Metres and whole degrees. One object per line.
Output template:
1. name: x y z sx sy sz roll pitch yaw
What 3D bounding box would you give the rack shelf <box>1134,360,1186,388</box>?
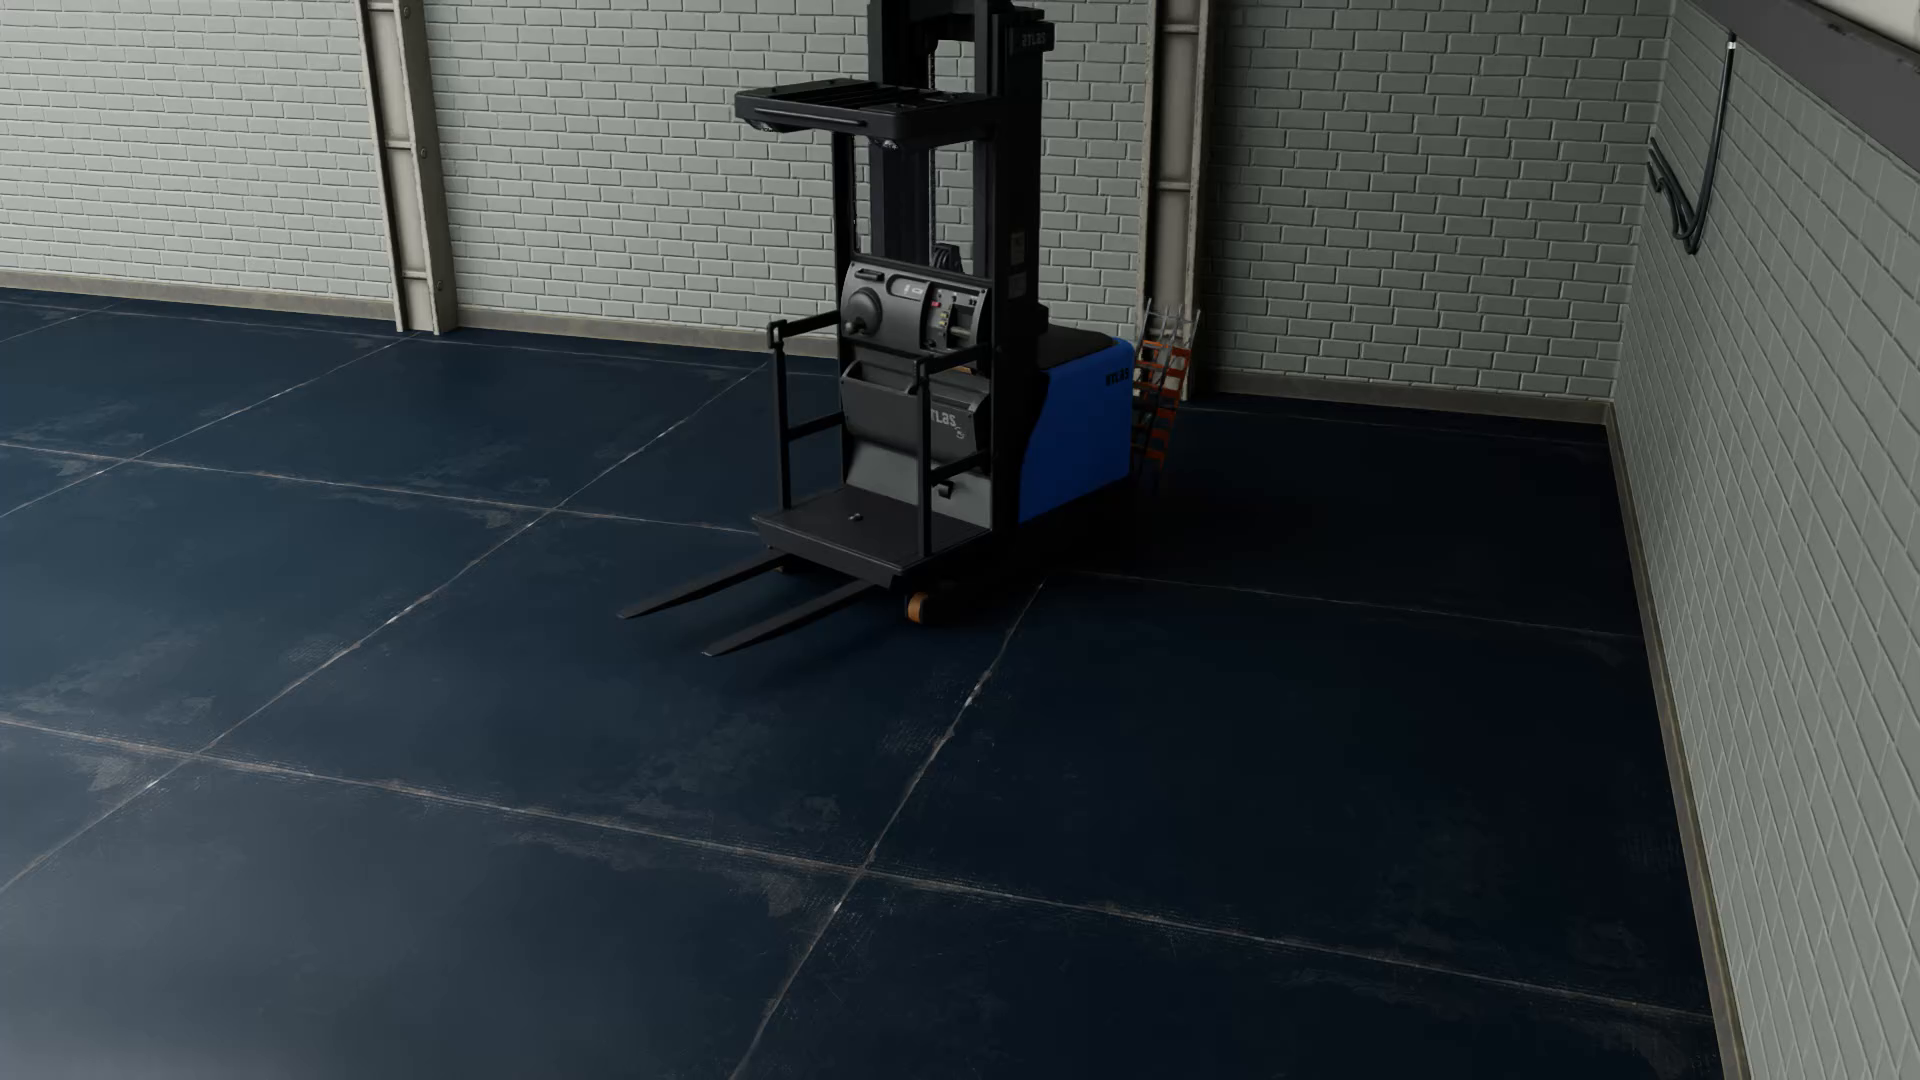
1. rack shelf: 1.137 -0.959 9.541 0.258 0.103 0.180 21 11 41

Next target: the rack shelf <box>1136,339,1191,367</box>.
1. rack shelf: 1.164 -1.075 9.523 0.258 0.103 0.180 21 11 41

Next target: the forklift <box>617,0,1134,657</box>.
1. forklift: -0.373 -1.149 8.208 1.130 2.935 3.031 18 28 37

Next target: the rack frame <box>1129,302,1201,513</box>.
1. rack frame: 1.154 -0.767 9.638 0.240 1.200 0.006 21 11 41

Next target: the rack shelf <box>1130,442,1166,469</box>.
1. rack shelf: 1.028 -0.497 9.612 0.258 0.103 0.180 21 11 41

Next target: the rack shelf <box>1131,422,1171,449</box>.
1. rack shelf: 1.055 -0.613 9.594 0.258 0.103 0.180 21 11 41

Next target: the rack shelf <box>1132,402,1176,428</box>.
1. rack shelf: 1.083 -0.728 9.577 0.258 0.103 0.180 21 11 41

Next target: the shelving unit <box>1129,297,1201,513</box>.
1. shelving unit: 1.093 -0.771 9.570 0.258 1.200 0.189 21 11 41

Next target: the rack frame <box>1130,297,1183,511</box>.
1. rack frame: 1.032 -0.775 9.502 0.240 1.200 0.006 21 11 41

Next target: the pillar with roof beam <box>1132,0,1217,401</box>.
1. pillar with roof beam: 0.207 -3.654 6.320 0.400 9.000 9.100 7 23 16

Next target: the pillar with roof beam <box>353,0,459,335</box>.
1. pillar with roof beam: -5.537 -4.312 7.924 0.400 9.000 9.100 7 23 16

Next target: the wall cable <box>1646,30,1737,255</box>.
1. wall cable: 3.889 -2.978 8.764 0.112 2.526 3.097 7 23 16

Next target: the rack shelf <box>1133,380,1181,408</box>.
1. rack shelf: 1.110 -0.844 9.559 0.258 0.103 0.180 21 11 41
